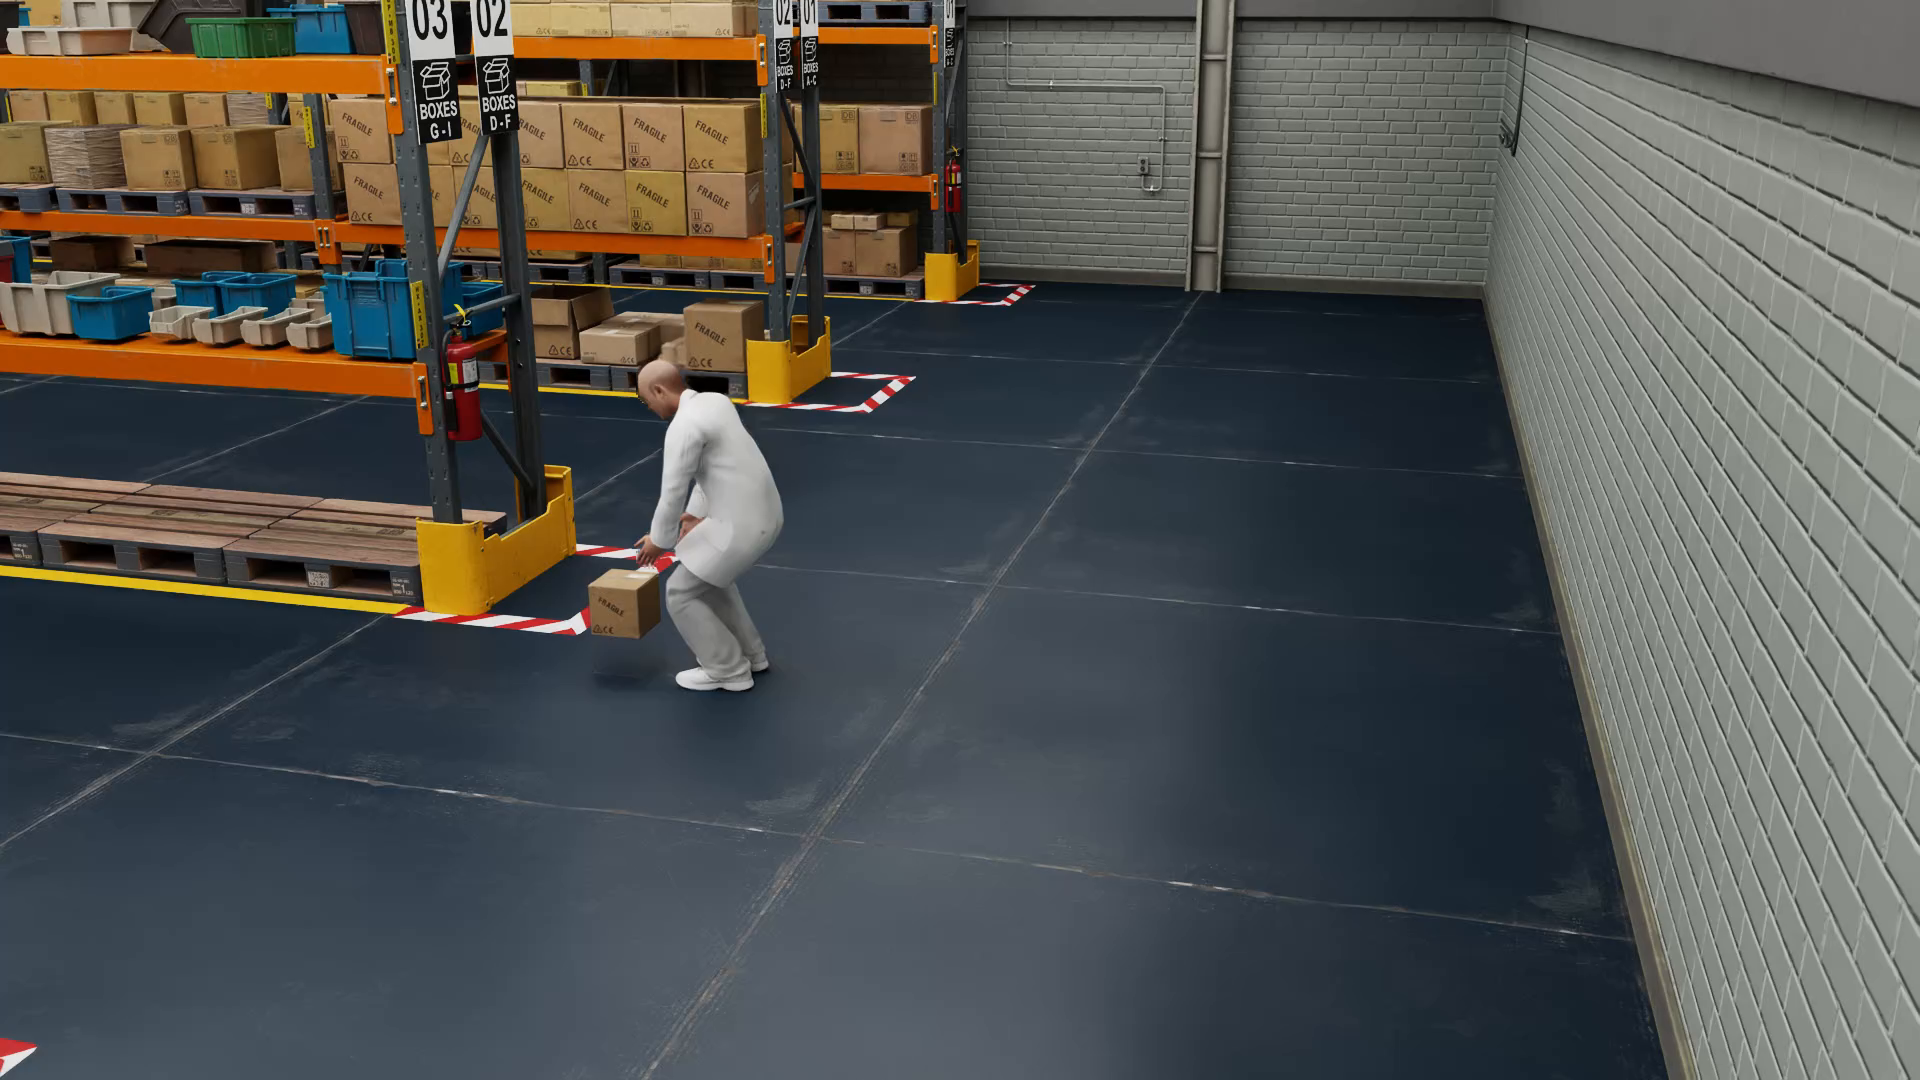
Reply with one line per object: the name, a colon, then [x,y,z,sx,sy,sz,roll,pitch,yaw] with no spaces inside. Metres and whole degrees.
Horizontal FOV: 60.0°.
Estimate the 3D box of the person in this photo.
person: [-1.148,-0.066,7.682,0.636,1.538,0.626,5,19,14]
